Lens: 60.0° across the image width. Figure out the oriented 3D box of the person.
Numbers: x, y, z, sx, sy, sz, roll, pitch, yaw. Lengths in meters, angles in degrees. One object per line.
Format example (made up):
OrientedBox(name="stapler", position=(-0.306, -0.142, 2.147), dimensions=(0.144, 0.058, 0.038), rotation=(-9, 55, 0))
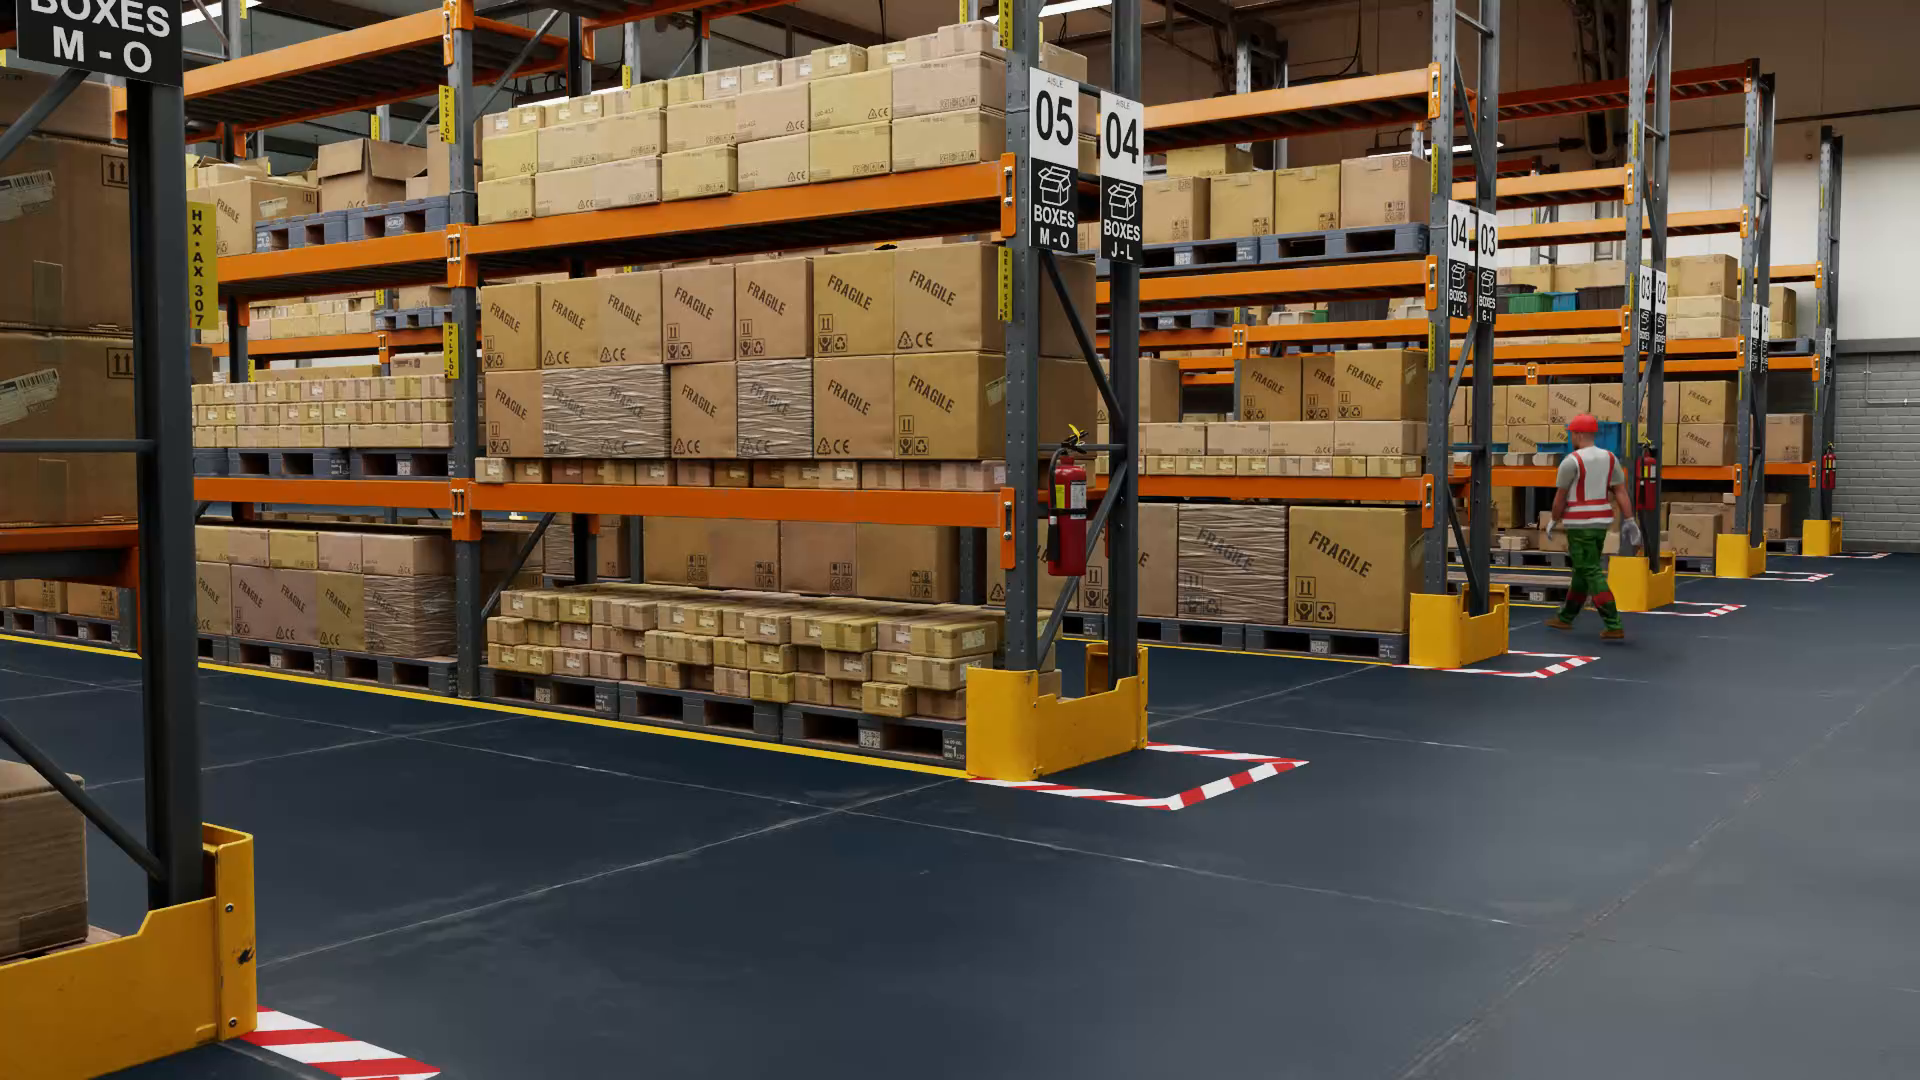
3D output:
OrientedBox(name="person", position=(4.885, -0.121, 13.108), dimensions=(0.642, 1.737, 0.942), rotation=(-1, 3, -22))
